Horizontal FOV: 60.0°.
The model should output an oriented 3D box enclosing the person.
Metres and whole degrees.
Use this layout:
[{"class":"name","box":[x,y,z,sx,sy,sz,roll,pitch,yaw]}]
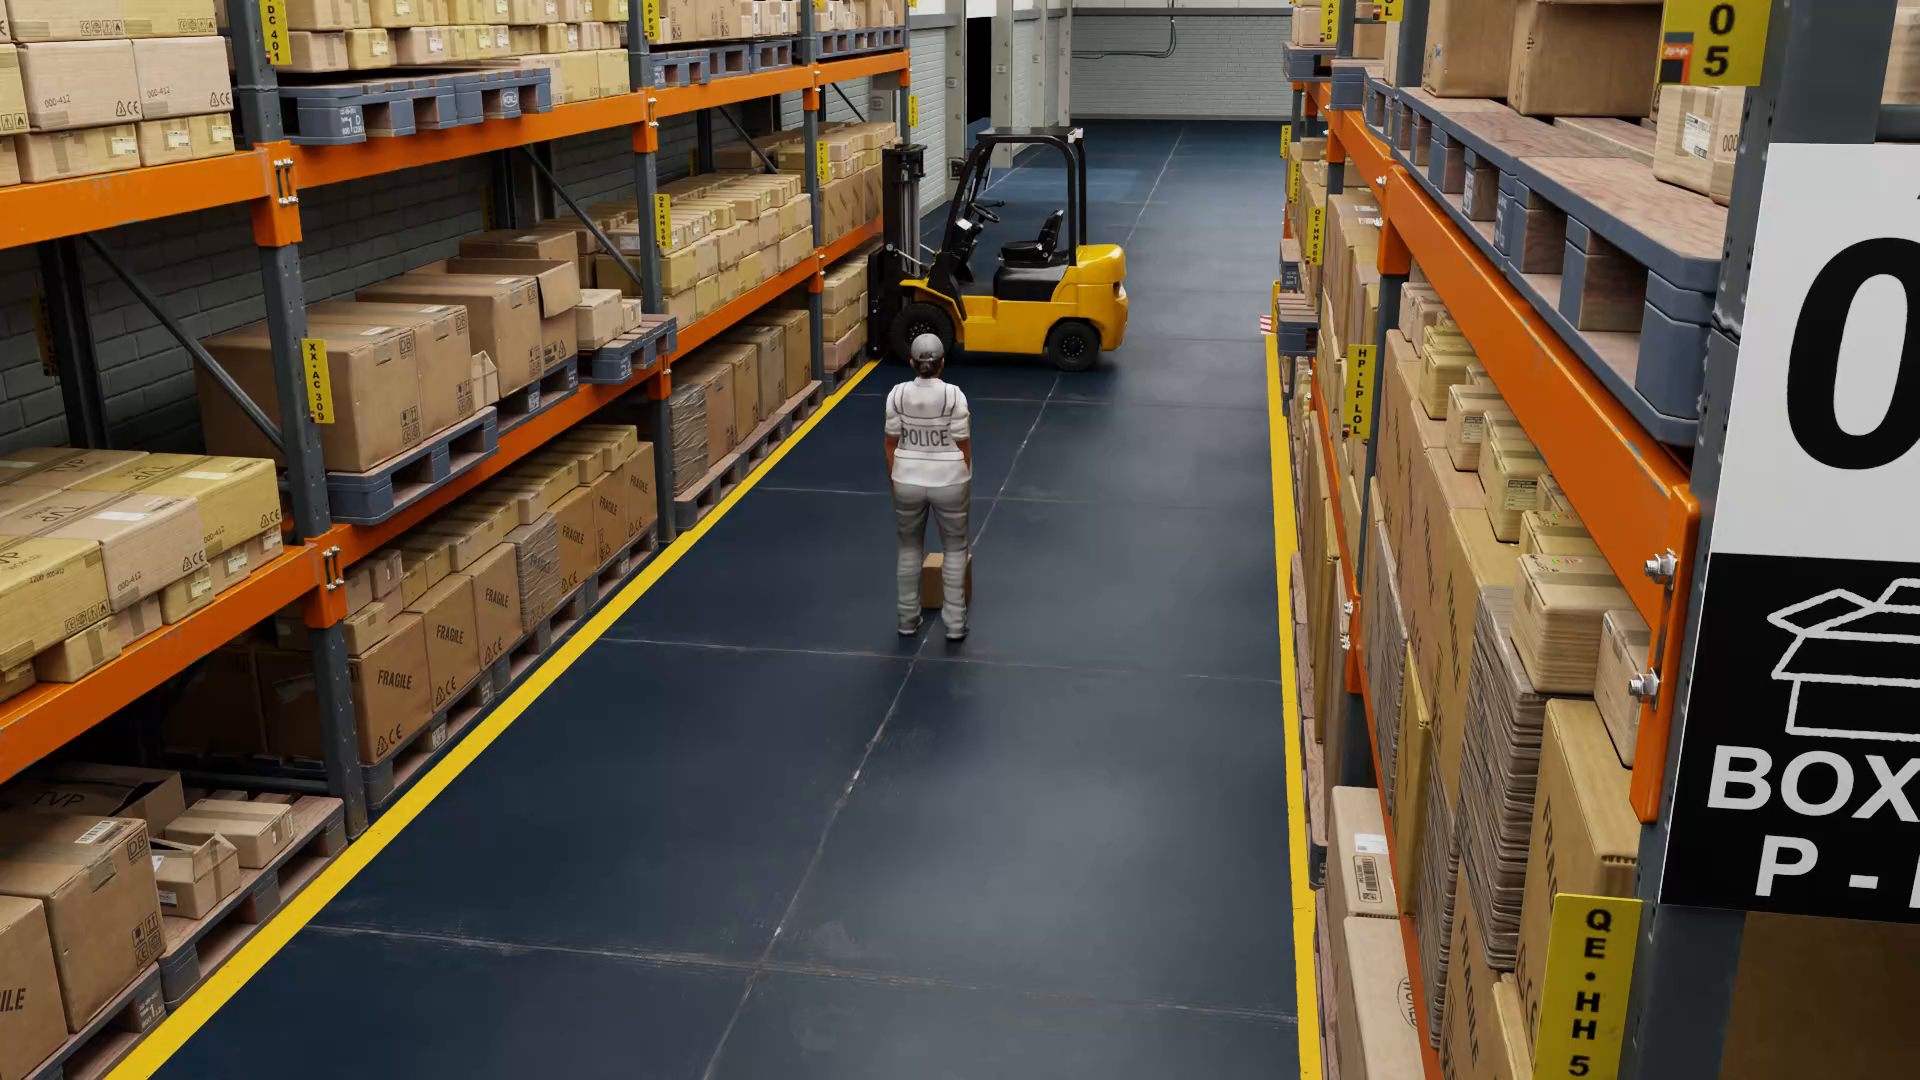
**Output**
[{"class":"person","box":[-0.166,-0.279,8.962,0.468,1.684,0.390,3,18,10]}]
